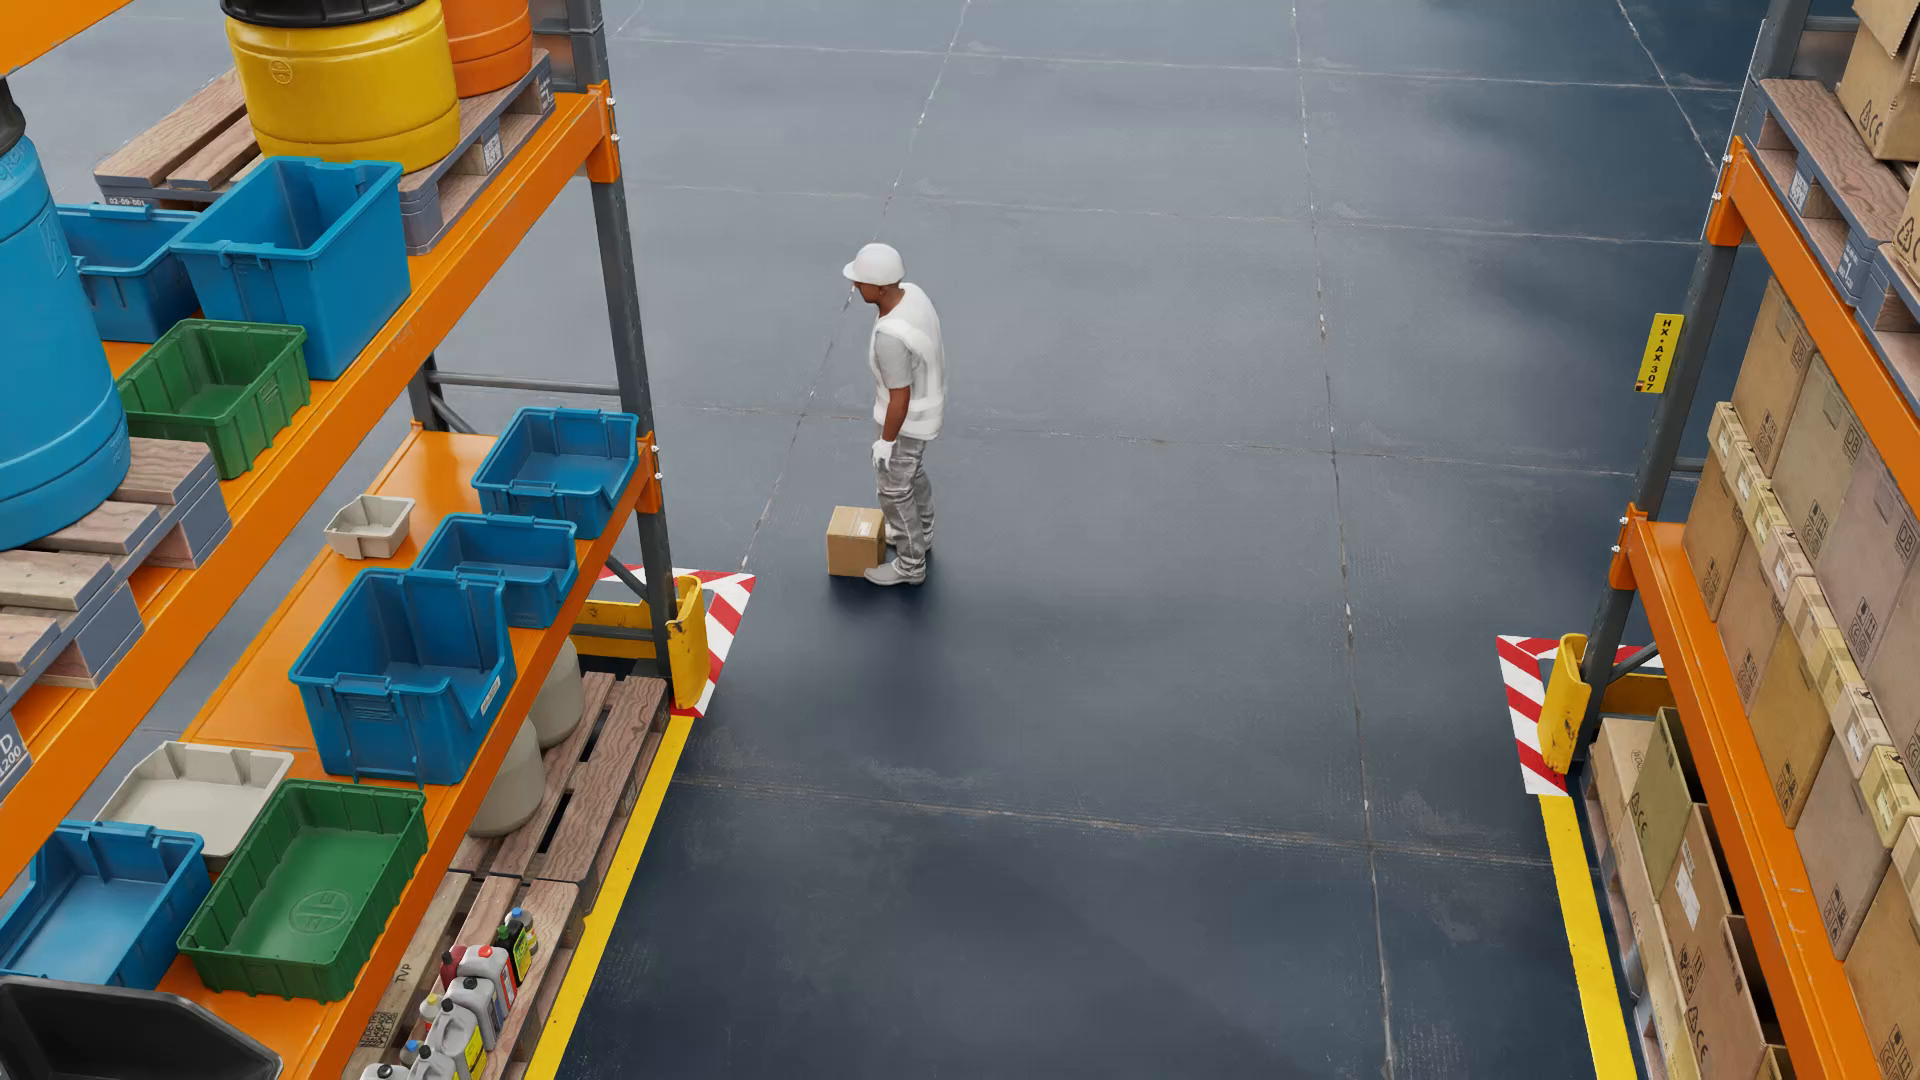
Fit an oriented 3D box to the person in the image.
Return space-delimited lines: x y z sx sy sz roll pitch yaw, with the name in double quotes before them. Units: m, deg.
"person" -0.292 -0.589 7.848 0.452 1.774 0.629 5 36 7
